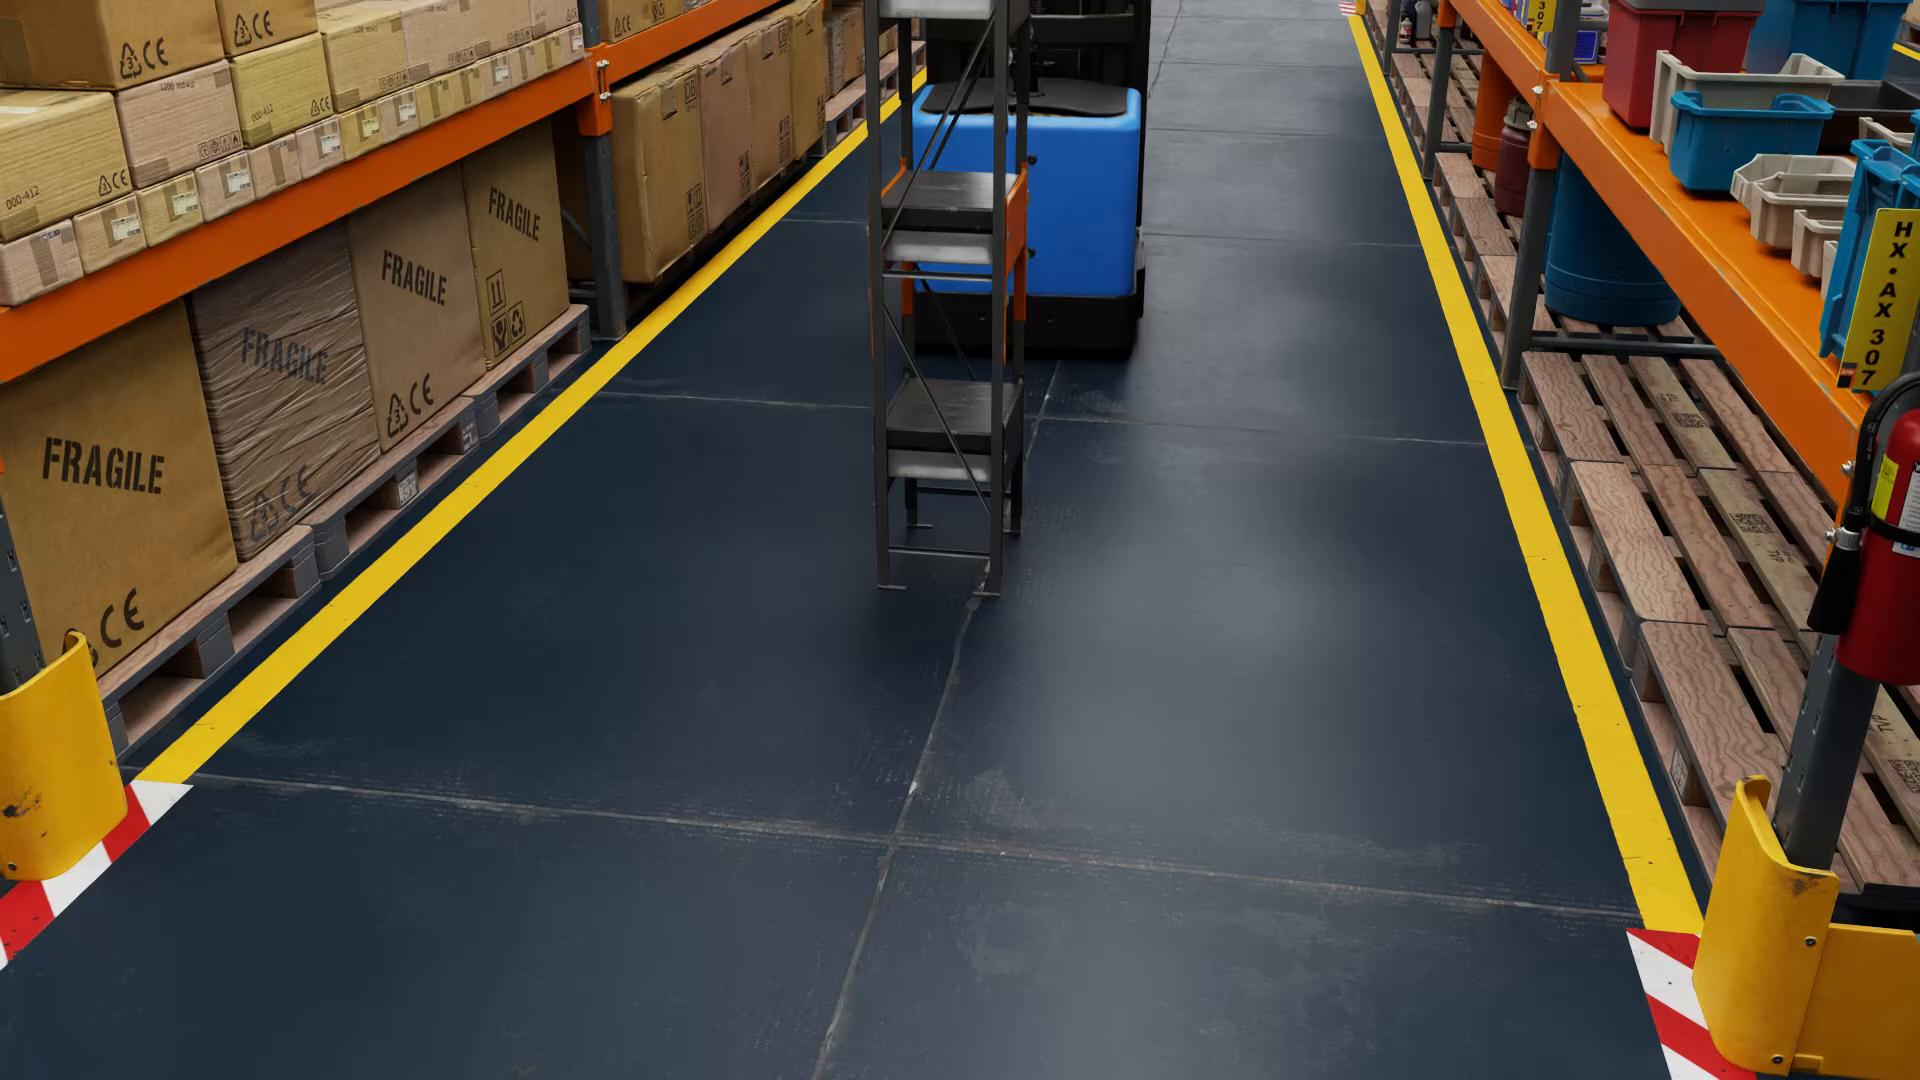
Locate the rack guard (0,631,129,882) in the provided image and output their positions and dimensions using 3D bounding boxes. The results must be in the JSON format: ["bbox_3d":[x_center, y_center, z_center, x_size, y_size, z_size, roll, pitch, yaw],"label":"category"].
[{"bbox_3d":[-2.723,0.487,4.120,1.175,0.500,0.348,4,25,9],"label":"rack guard"}]

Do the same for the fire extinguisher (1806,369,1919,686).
[{"bbox_3d":[1.695,-0.077,2.906,0.296,0.674,0.183,4,25,9],"label":"fire extinguisher"}]

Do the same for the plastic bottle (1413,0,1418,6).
[{"bbox_3d":[4.139,-4.808,15.169,0.061,0.283,0.133,4,25,9],"label":"plastic bottle"}]

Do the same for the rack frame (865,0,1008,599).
[{"bbox_3d":[-0.067,-0.780,4.939,0.400,2.100,0.015,4,25,9],"label":"rack frame"}]

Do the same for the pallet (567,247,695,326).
[{"bbox_3d":[-2.013,-1.393,8.477,1.003,0.211,1.213,4,25,9],"label":"pallet"}]

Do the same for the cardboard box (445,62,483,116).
[{"bbox_3d":[-1.959,-1.634,5.998,0.380,0.149,0.250,4,25,10],"label":"cardboard box"}]

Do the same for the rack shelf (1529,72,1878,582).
[{"bbox_3d":[2.495,-0.823,4.818,1.077,0.370,4.000,4,25,9],"label":"rack shelf"}]

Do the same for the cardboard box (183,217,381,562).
[{"bbox_3d":[-2.544,-0.537,5.370,0.875,0.875,0.875,4,25,9],"label":"cardboard box"}]

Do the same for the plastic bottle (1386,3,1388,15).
[{"bbox_3d":[4.162,-5.156,16.008,0.097,0.201,0.097,0,25,0],"label":"plastic bottle"}]

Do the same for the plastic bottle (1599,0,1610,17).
[{"bbox_3d":[2.791,-2.360,7.311,0.144,0.351,0.185,4,25,9],"label":"plastic bottle"}]

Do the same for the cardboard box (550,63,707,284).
[{"bbox_3d":[-1.980,-1.825,8.122,1.225,0.875,0.875,4,25,9],"label":"cardboard box"}]

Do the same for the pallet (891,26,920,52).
[{"bbox_3d":[-0.683,-4.694,15.530,1.003,0.211,1.213,4,25,9],"label":"pallet"}]

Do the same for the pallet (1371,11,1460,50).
[{"bbox_3d":[4.477,-4.858,15.879,1.003,0.211,1.213,4,25,9],"label":"pallet"}]

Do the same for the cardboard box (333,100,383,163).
[{"bbox_3d":[-2.085,-1.310,5.308,0.380,0.149,0.250,3,25,7],"label":"cardboard box"}]

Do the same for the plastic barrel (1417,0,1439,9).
[{"bbox_3d":[4.669,-5.577,16.566,0.421,0.512,0.421,0,25,0],"label":"plastic barrel"}]

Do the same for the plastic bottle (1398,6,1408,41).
[{"bbox_3d":[3.882,-4.524,14.562,0.061,0.283,0.133,5,26,11],"label":"plastic bottle"}]

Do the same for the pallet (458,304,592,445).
[{"bbox_3d":[-2.266,-0.753,7.109,1.003,0.211,1.213,4,25,9],"label":"pallet"}]

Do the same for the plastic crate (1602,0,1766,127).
[{"bbox_3d":[2.428,-1.685,5.666,0.402,0.464,0.583,4,25,9],"label":"plastic crate"}]

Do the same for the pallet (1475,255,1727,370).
[{"bbox_3d":[2.989,-1.042,7.727,1.003,0.211,1.213,4,25,9],"label":"pallet"}]

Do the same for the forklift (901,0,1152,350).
[{"bbox_3d":[0.403,-2.765,8.199,1.130,2.935,3.031,2,25,5],"label":"forklift"}]

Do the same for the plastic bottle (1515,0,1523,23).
[{"bbox_3d":[2.769,-2.633,7.983,0.152,0.276,0.135,4,25,9],"label":"plastic bottle"}]

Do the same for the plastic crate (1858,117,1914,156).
[{"bbox_3d":[2.833,-1.144,4.895,0.293,0.136,0.466,4,25,9],"label":"plastic crate"}]

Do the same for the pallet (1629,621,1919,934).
[{"bbox_3d":[2.341,0.609,4.201,1.003,0.211,1.213,4,25,9],"label":"pallet"}]

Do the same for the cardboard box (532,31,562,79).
[{"bbox_3d":[-1.833,-1.956,6.687,0.380,0.149,0.250,5,25,10],"label":"cardboard box"}]

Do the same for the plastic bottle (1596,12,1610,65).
[{"bbox_3d":[2.693,-2.081,6.893,0.097,0.201,0.097,0,25,0],"label":"plastic bottle"}]

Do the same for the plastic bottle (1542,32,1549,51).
[{"bbox_3d":[2.627,-2.269,7.205,0.152,0.276,0.135,4,25,9],"label":"plastic bottle"}]

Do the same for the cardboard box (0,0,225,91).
[{"bbox_3d":[-2.292,-1.453,4.257,0.500,0.500,0.500,3,25,7],"label":"cardboard box"}]

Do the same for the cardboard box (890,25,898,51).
[{"bbox_3d":[-0.879,-4.486,14.225,0.700,0.500,0.500,2,25,4],"label":"cardboard box"}]

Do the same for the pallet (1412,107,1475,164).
[{"bbox_3d":[3.640,-2.716,11.304,1.003,0.211,1.213,4,25,9],"label":"pallet"}]

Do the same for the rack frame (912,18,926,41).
[{"bbox_3d":[-0.757,-5.674,14.334,1.000,3.000,0.127,4,25,9],"label":"rack frame"}]

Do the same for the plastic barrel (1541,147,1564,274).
[{"bbox_3d":[3.043,-1.747,7.925,0.600,0.901,0.708,4,25,9],"label":"plastic barrel"}]

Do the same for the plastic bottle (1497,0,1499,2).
[{"bbox_3d":[2.852,-2.966,8.687,0.061,0.283,0.133,4,25,9],"label":"plastic bottle"}]

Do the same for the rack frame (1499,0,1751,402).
[{"bbox_3d":[2.822,-1.985,6.453,1.000,3.000,0.127,4,25,9],"label":"rack frame"}]

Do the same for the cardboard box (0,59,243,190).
[{"bbox_3d":[-2.295,-1.122,4.435,0.500,0.250,0.500,4,25,8],"label":"cardboard box"}]

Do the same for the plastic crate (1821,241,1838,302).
[{"bbox_3d":[2.122,-0.573,3.677,0.396,0.136,0.243,4,25,9],"label":"plastic crate"}]

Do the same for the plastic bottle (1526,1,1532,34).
[{"bbox_3d":[2.709,-2.480,7.656,0.152,0.276,0.135,4,25,9],"label":"plastic bottle"}]

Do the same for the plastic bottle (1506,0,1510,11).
[{"bbox_3d":[2.829,-2.831,8.317,0.144,0.351,0.185,4,25,9],"label":"plastic bottle"}]

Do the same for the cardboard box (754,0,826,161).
[{"bbox_3d":[-1.544,-2.942,10.508,1.225,0.875,0.875,3,25,6],"label":"cardboard box"}]

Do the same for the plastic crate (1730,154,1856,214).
[{"bbox_3d":[2.236,-0.937,4.454,0.298,0.136,0.250,4,25,9],"label":"plastic crate"}]

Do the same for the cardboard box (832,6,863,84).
[{"bbox_3d":[-1.157,-3.820,12.803,0.700,0.500,0.500,6,26,13],"label":"cardboard box"}]

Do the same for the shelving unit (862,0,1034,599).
[{"bbox_3d":[-0.027,-0.882,5.157,0.431,2.100,0.503,4,25,9],"label":"shelving unit"}]

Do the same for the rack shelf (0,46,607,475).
[{"bbox_3d":[-2.392,-1.166,5.551,1.077,0.370,4.000,4,25,9],"label":"rack shelf"}]

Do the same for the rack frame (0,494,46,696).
[{"bbox_3d":[-2.719,-0.655,3.612,1.000,3.000,0.127,4,25,9],"label":"rack frame"}]

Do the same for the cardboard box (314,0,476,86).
[{"bbox_3d":[-2.043,-1.762,5.802,0.500,0.250,0.500,5,25,10],"label":"cardboard box"}]

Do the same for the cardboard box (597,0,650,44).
[{"bbox_3d":[-1.743,-2.549,7.538,0.500,0.500,0.500,4,25,9],"label":"cardboard box"}]

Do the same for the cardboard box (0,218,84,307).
[{"bbox_3d":[-2.335,-0.667,3.933,0.380,0.149,0.250,4,25,9],"label":"cardboard box"}]

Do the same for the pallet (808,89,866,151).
[{"bbox_3d":[-1.282,-3.065,12.049,1.003,0.211,1.213,4,25,9],"label":"pallet"}]

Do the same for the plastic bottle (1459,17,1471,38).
[{"bbox_3d":[4.528,-4.649,14.750,0.144,0.351,0.185,4,25,9],"label":"plastic bottle"}]

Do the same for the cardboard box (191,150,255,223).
[{"bbox_3d":[-2.211,-0.991,4.625,0.380,0.149,0.250,4,25,8],"label":"cardboard box"}]

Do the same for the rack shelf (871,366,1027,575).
[{"bbox_3d":[-0.027,-0.235,5.460,0.431,0.518,0.480,4,25,9],"label":"rack shelf"}]
